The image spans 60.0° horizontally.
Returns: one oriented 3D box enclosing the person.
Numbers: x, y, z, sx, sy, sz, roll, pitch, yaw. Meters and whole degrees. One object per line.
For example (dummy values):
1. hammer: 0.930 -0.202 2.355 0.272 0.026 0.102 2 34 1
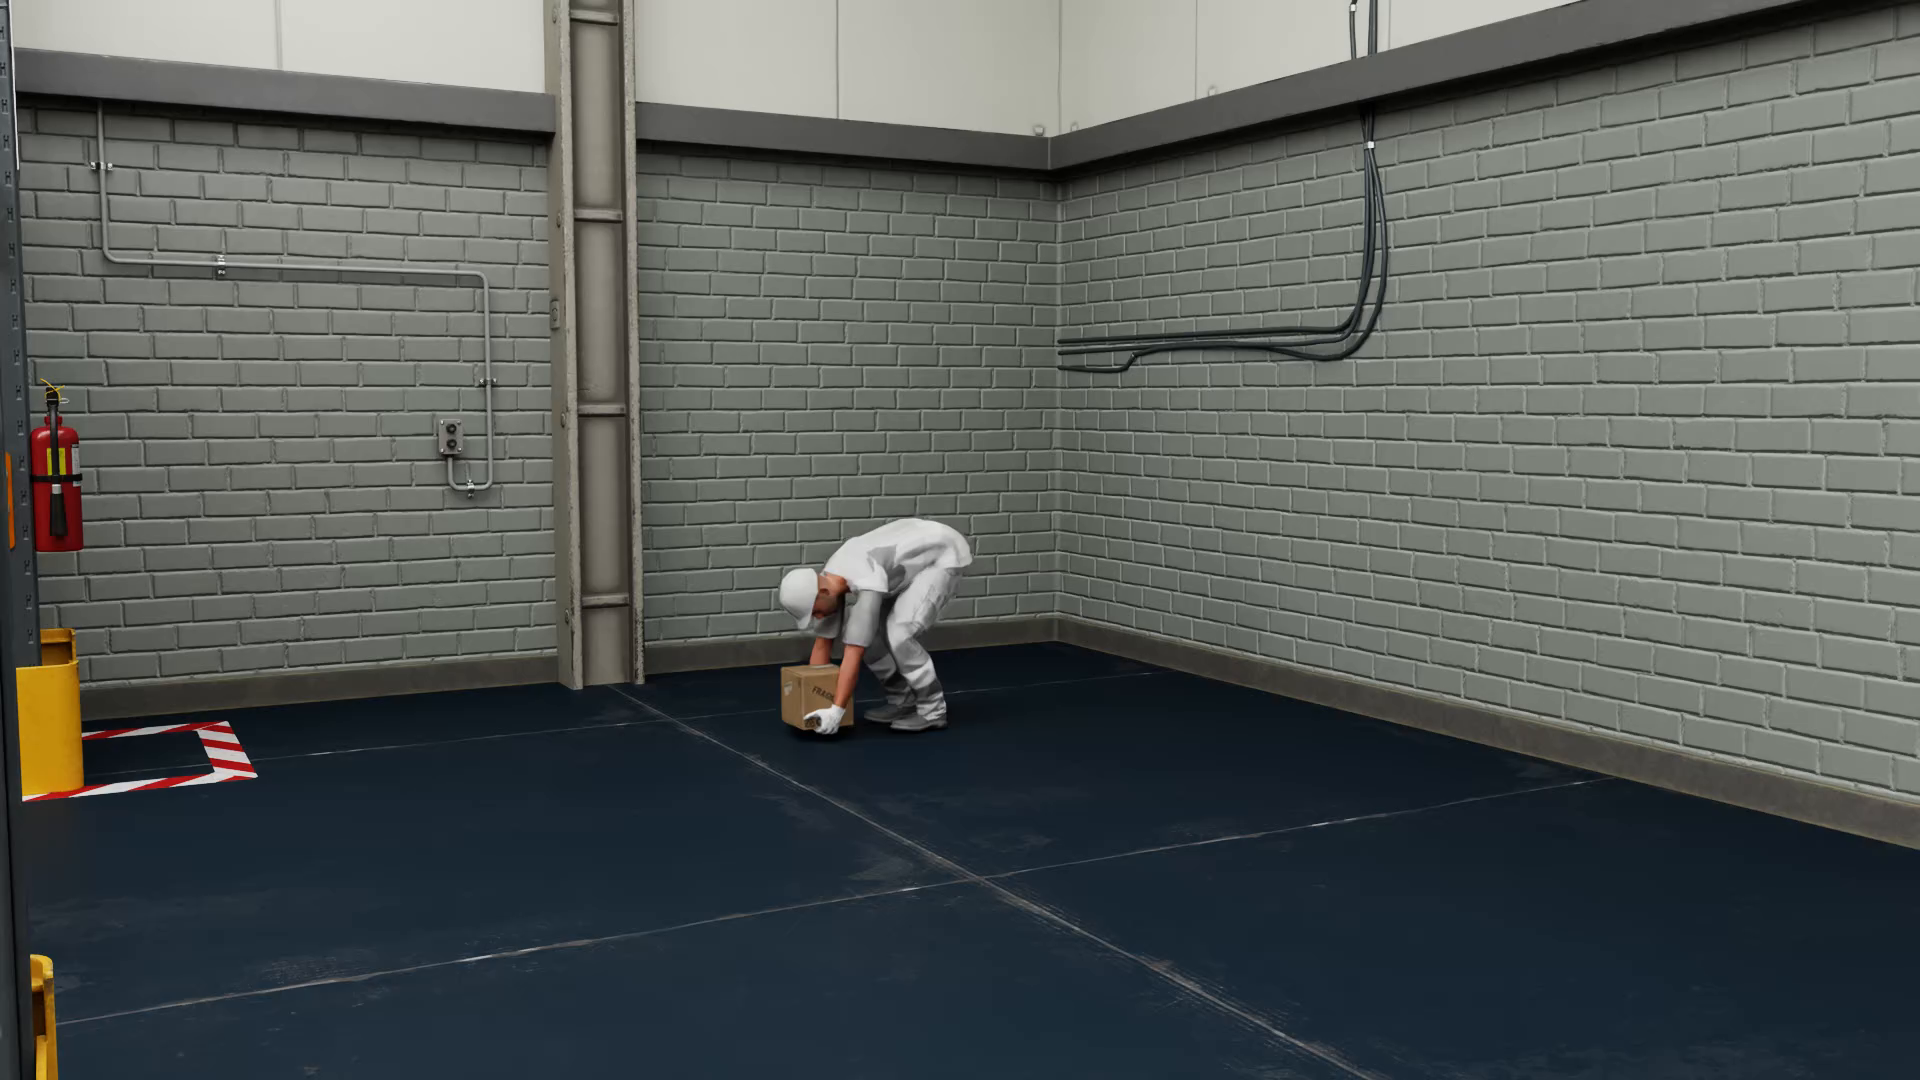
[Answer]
1. person: -0.395 0.396 7.688 0.948 0.970 0.533 -3 6 -31
